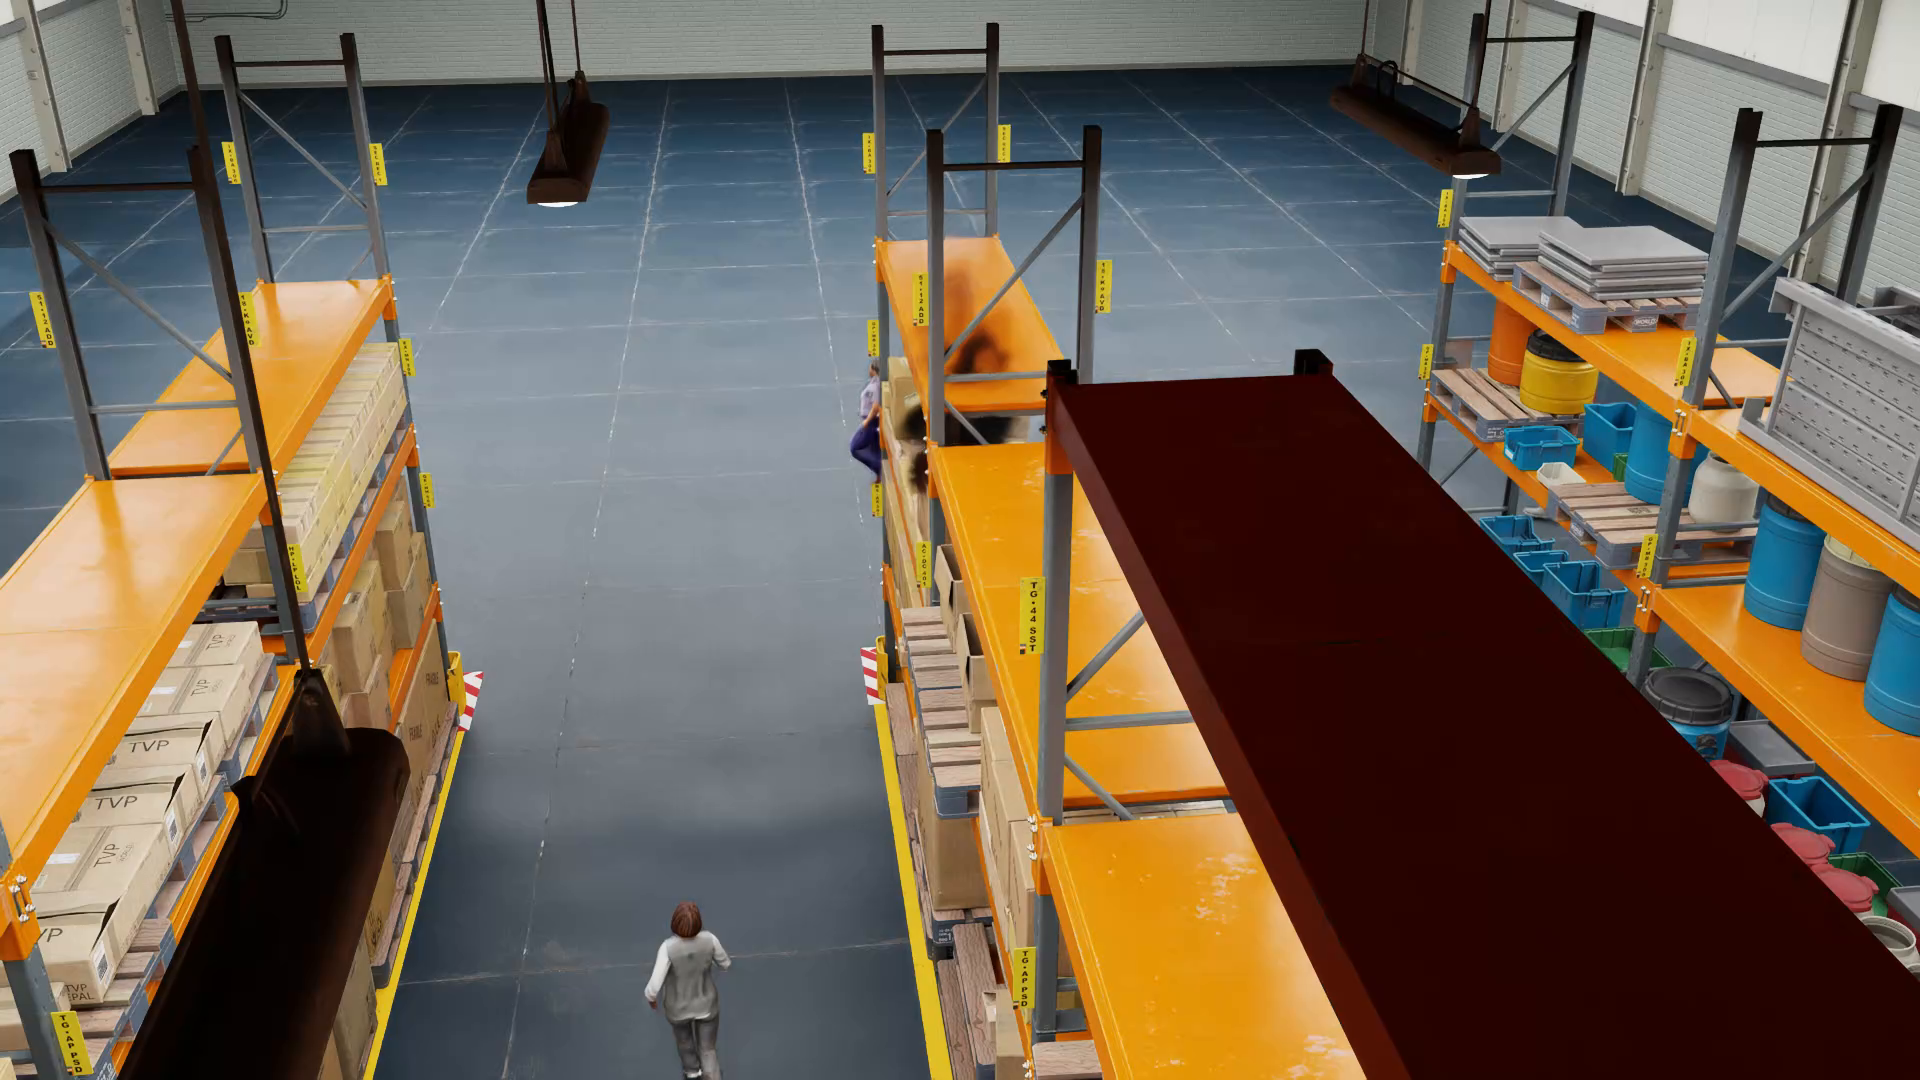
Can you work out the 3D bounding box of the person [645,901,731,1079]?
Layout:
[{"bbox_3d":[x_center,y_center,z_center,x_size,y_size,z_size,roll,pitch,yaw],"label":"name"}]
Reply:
[{"bbox_3d":[-1.691,2.952,10.461,0.553,1.601,0.857,-6,26,-13],"label":"person"}]

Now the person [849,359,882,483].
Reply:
[{"bbox_3d":[-1.014,-1.361,19.502,0.528,1.604,0.617,13,29,26],"label":"person"}]

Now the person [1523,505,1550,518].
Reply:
[{"bbox_3d":[6.875,-1.012,18.639,0.857,1.696,0.675,8,27,17],"label":"person"}]
